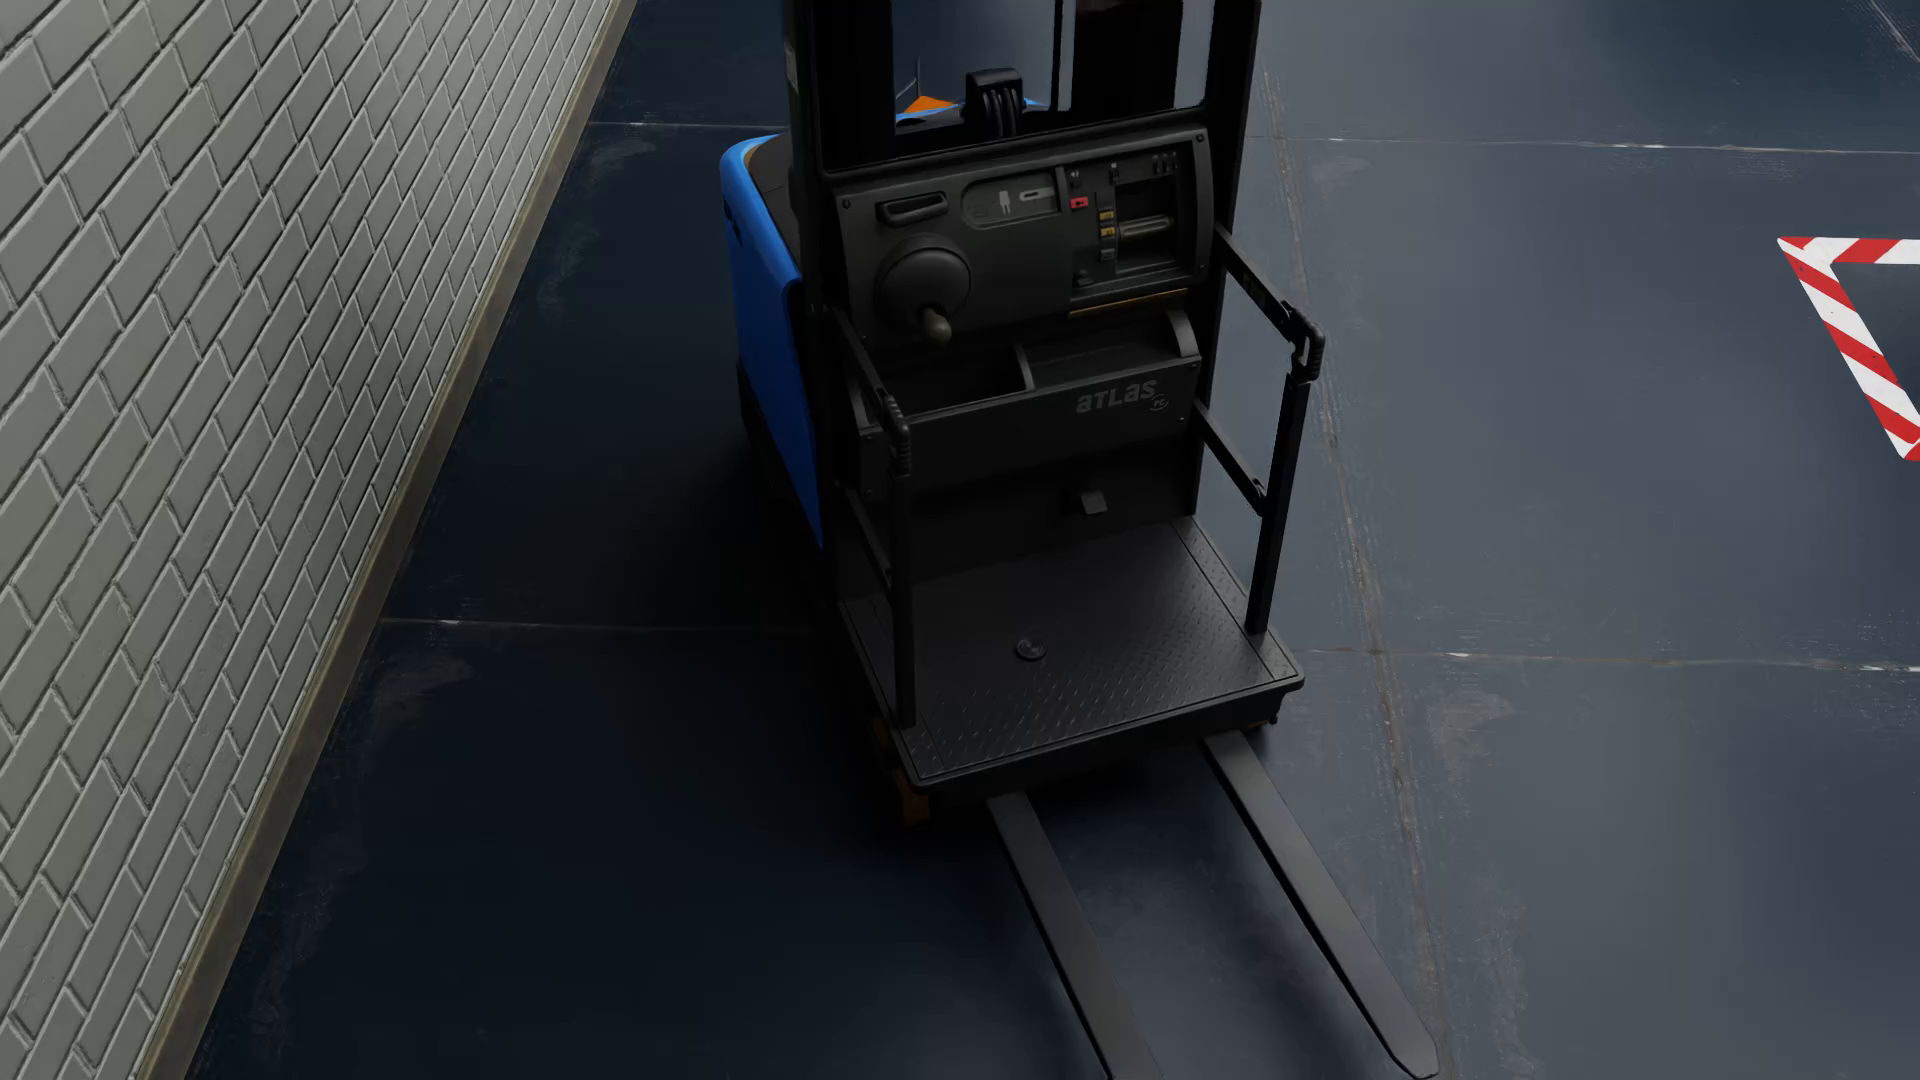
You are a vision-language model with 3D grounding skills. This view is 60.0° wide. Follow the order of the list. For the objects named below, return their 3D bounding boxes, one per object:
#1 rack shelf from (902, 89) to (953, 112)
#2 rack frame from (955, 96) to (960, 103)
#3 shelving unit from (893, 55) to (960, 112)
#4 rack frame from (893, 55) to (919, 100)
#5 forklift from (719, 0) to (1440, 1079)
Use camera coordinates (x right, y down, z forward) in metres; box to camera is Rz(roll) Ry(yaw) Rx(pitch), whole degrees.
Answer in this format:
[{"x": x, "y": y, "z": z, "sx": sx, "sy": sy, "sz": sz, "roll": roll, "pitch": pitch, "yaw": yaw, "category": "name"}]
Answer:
[{"x": -0.075, "y": -1.292, "z": 5.465, "sx": 0.240, "sy": 0.259, "sz": 0.215, "roll": 19, "pitch": 46, "yaw": 20, "category": "rack shelf"}, {"x": 0.033, "y": -1.053, "z": 5.610, "sx": 0.008, "sy": 1.050, "sz": 0.200, "roll": 19, "pitch": 46, "yaw": 20, "category": "rack frame"}, {"x": -0.075, "y": -1.091, "z": 5.651, "sx": 0.252, "sy": 1.050, "sz": 0.215, "roll": 19, "pitch": 46, "yaw": 20, "category": "shelving unit"}, {"x": -0.184, "y": -1.130, "z": 5.692, "sx": 0.008, "sy": 1.050, "sz": 0.200, "roll": 19, "pitch": 46, "yaw": 20, "category": "rack frame"}, {"x": 0.239, "y": -0.633, "z": 3.779, "sx": 1.130, "sy": 2.935, "sz": 3.031, "roll": -14, "pitch": 45, "yaw": -14, "category": "forklift"}]
